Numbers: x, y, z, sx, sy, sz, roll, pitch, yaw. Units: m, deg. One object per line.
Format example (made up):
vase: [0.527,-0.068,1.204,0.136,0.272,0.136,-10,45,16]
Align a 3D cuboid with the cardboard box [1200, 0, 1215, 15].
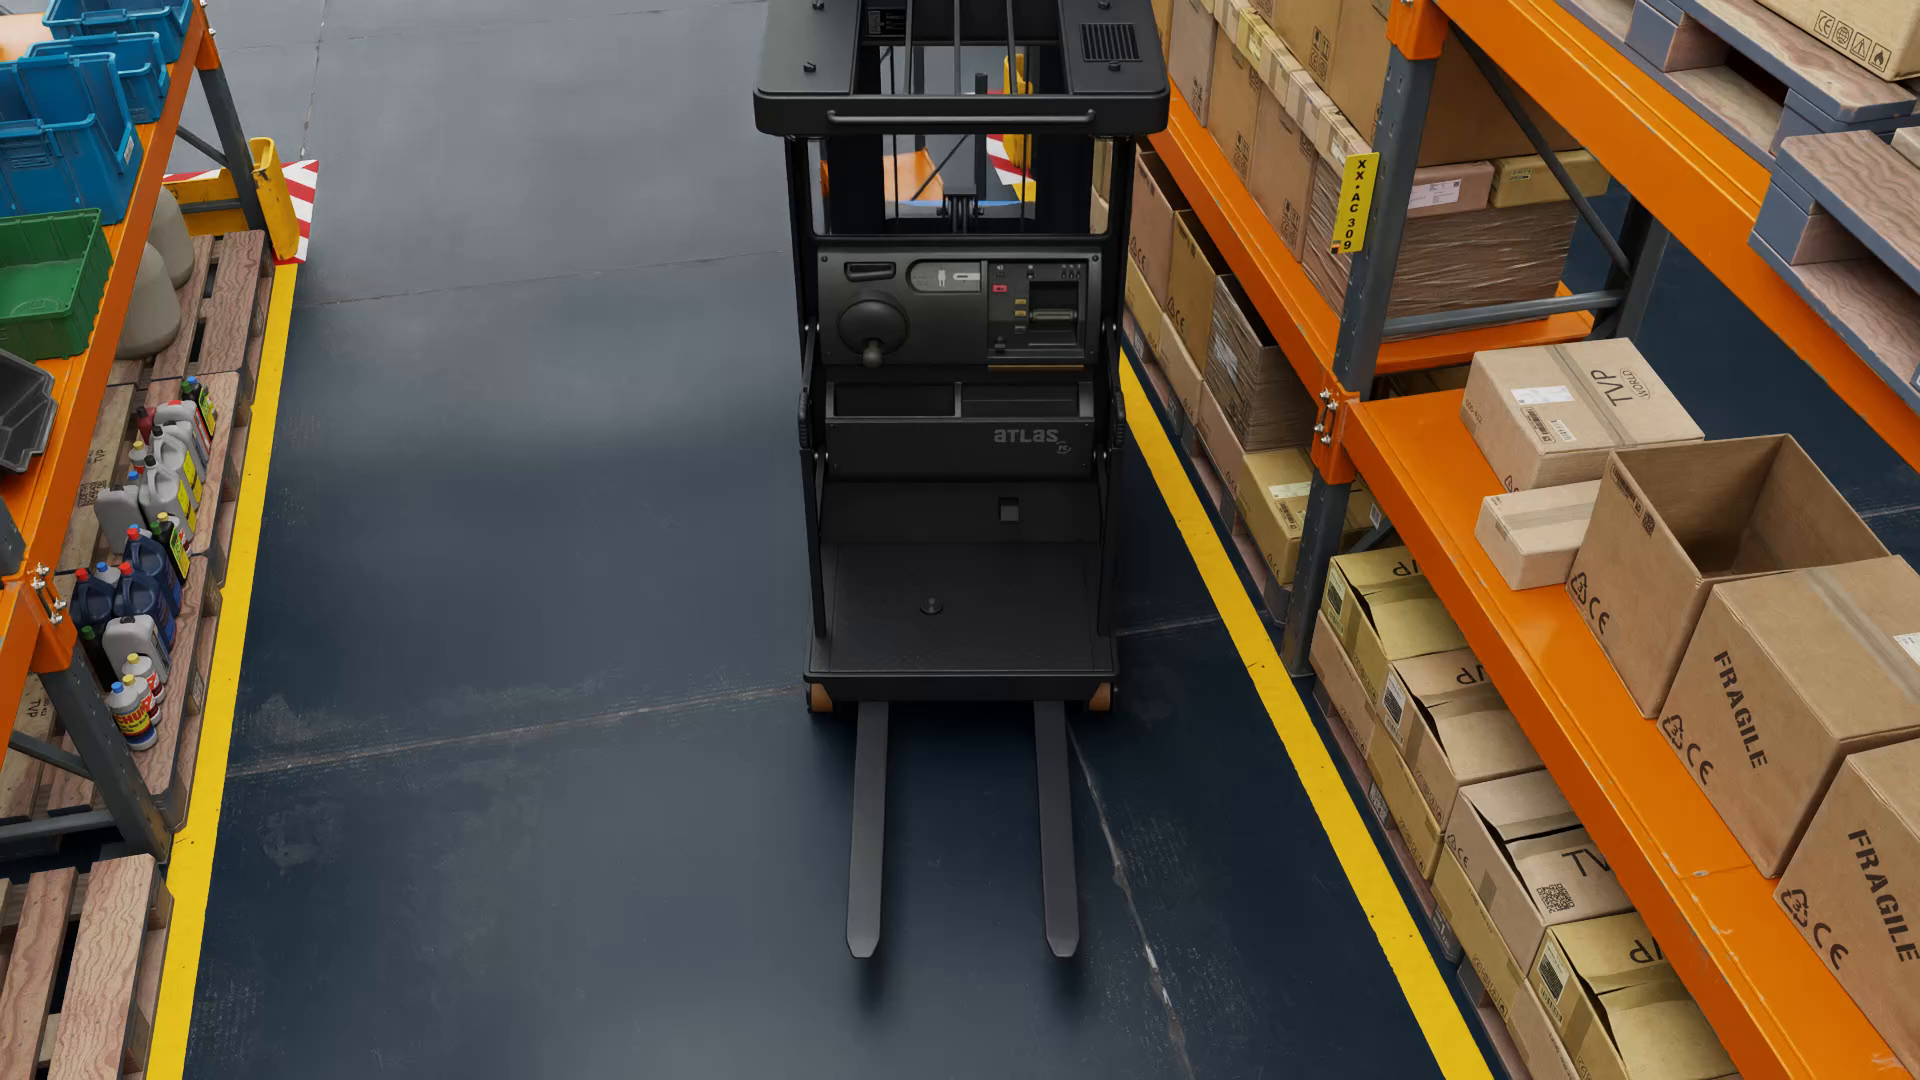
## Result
cardboard box: [1.101,-2.135,6.332,0.380,0.149,0.250,-7,42,-8]

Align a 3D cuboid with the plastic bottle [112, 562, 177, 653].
plastic bottle: [-2.905,0.236,5.888,0.144,0.351,0.185,-7,42,-8]

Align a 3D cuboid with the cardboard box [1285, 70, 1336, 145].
cardboard box: [1.324,-1.470,5.583,0.380,0.149,0.250,-10,42,-11]

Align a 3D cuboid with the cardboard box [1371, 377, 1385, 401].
cardboard box: [1.792,-0.792,6.573,0.500,0.500,0.500,-8,42,-9]

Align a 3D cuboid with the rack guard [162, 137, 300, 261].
rack guard: [-3.937,-1.623,8.202,1.175,0.500,0.348,-8,42,-9]

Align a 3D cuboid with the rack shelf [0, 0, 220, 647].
rack shelf: [-3.567,-1.035,6.198,1.077,0.370,4.000,-8,42,-9]

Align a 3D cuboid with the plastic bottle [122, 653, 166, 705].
plastic bottle: [-2.820,0.473,5.734,0.097,0.201,0.097,0,42,0]

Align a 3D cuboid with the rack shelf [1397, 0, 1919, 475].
rack shelf: [2.134,-0.271,3.078,1.077,0.370,4.000,-8,42,-9]

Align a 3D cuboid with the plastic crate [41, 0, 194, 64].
plastic crate: [-3.599,-2.263,7.152,0.499,0.251,0.616,-8,42,-9]

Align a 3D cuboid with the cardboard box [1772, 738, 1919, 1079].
cardboard box: [2.187,0.755,3.564,0.500,0.500,0.500,-10,43,-12]

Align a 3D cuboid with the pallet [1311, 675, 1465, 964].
pallet: [1.899,0.800,5.690,1.003,0.211,1.213,-8,42,-9]

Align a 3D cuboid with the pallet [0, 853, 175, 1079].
pallet: [-2.928,1.539,4.857,1.003,0.211,1.213,-8,42,-9]

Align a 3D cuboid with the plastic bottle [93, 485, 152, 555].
plastic bottle: [-3.176,-0.096,6.319,0.152,0.276,0.135,-8,42,-9]

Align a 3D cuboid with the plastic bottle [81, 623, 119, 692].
plastic bottle: [-2.977,0.385,5.772,0.061,0.283,0.133,-8,42,-9]

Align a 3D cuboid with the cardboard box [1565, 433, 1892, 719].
cardboard box: [1.965,0.090,4.314,0.500,0.500,0.500,-6,42,-6]

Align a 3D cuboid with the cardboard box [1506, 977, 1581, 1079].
cardboard box: [1.879,1.450,4.612,0.500,0.250,0.500,-8,42,-8]

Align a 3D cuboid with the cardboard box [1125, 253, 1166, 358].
cardboard box: [1.059,-1.084,7.467,0.500,0.250,0.500,-8,42,-9]

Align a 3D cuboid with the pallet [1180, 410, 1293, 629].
pallet: [1.571,-0.193,6.809,1.003,0.211,1.213,-8,42,-9]

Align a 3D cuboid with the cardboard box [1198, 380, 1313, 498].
cardboard box: [1.290,-0.438,6.739,0.500,0.250,0.500,-8,42,-9]

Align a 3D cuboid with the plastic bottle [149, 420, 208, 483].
plastic bottle: [-3.117,-0.361,6.618,0.152,0.276,0.135,-9,42,-10]

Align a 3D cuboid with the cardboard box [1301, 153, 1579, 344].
cardboard box: [1.600,-1.039,5.585,0.700,0.500,0.500,-9,42,-10]

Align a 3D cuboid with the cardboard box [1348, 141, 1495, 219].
cardboard box: [1.434,-1.140,5.211,0.380,0.149,0.250,-8,42,-9]

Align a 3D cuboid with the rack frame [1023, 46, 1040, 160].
rack frame: [0.838,-3.308,8.217,1.000,3.000,0.127,-8,42,-9]

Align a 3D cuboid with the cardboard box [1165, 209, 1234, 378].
cardboard box: [1.180,-1.042,6.855,0.500,0.500,0.500,-8,42,-9]

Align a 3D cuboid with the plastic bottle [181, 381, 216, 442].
plastic bottle: [-3.131,-0.548,6.823,0.061,0.283,0.133,-7,42,-8]

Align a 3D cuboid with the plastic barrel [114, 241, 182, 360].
plastic barrel: [-3.674,-1.086,7.272,0.421,0.512,0.421,0,42,0]

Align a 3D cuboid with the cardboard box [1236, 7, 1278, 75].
cardboard box: [1.216,-1.800,5.954,0.380,0.149,0.250,-9,42,-9]

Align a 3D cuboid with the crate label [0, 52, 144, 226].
crate label: [-3.338,-1.459,6.108,0.502,0.435,0.616,-8,42,-9]

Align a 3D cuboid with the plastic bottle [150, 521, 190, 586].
plastic bottle: [-2.940,0.026,6.176,0.061,0.283,0.133,-7,42,-7]

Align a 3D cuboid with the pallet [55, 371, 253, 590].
pallet: [-3.507,-0.198,6.814,1.003,0.211,1.213,-8,42,-9]

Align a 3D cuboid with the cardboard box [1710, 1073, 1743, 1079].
cardboard box: [1.987,1.572,4.052,0.500,0.311,0.500,-9,42,-10]

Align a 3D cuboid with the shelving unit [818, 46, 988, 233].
shelving unit: [-0.270,-1.561,7.379,0.587,1.500,1.083,-10,43,-12]

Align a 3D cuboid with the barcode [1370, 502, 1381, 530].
barcode: [1.350,-0.078,5.407,0.001,0.075,0.075,-8,42,-9]

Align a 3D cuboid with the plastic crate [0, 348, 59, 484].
plastic crate: [-3.124,-0.342,4.922,0.767,0.338,0.504,-8,42,-9]

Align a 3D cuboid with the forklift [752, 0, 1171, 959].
forklift: [0.003,-0.680,5.309,1.130,2.935,3.031,0,42,0]

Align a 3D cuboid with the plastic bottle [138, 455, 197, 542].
plastic bottle: [-3.037,-0.162,6.337,0.144,0.351,0.185,-9,42,-10]

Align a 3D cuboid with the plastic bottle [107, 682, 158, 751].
plastic bottle: [-2.776,0.579,5.562,0.097,0.271,0.097,0,42,0]

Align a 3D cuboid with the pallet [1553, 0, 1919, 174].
pallet: [1.905,-1.195,3.721,0.805,0.209,1.217,-10,43,-11]

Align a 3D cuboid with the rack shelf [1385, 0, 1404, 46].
rack shelf: [1.270,-2.864,5.999,1.077,0.370,4.000,-8,42,-9]

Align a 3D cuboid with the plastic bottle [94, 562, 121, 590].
plastic bottle: [-3.054,0.189,6.001,0.097,0.271,0.097,0,42,0]

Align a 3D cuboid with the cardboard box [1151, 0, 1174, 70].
cardboard box: [1.146,-2.378,7.094,0.700,0.500,0.500,-8,42,-9]

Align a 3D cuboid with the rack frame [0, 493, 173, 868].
rack frame: [-3.136,-0.007,4.499,1.000,3.000,0.127,-8,42,-9]

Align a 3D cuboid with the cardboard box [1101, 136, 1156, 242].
cardboard box: [0.967,-1.691,7.586,0.500,0.500,0.500,-8,42,-9]

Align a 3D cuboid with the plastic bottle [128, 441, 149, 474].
plastic bottle: [-3.235,-0.303,6.609,0.097,0.201,0.097,0,42,0]

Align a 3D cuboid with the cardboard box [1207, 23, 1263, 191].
cardboard box: [1.375,-1.706,6.336,0.700,0.500,0.500,-8,42,-9]

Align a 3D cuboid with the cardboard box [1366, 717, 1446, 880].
cardboard box: [1.656,0.785,5.361,0.500,0.250,0.500,-7,42,-8]

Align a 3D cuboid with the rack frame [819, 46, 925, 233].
rack frame: [-0.408,-1.892,7.752,0.500,1.500,0.032,-10,43,-12]

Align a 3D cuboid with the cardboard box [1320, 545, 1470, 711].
cardboard box: [1.548,0.250,5.541,0.500,0.311,0.500,-8,42,-9]

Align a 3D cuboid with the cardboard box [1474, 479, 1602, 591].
cardboard box: [1.693,-0.017,4.699,0.380,0.149,0.250,-8,42,-9]

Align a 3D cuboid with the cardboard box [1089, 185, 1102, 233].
cardboard box: [0.849,-1.733,8.198,0.500,0.250,0.500,-8,42,-9]

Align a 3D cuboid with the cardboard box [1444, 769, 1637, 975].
cardboard box: [1.764,0.911,4.797,0.500,0.311,0.500,-10,43,-11]

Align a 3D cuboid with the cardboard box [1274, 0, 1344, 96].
cardboard box: [1.490,-1.851,5.524,0.700,0.500,0.500,-8,42,-9]
